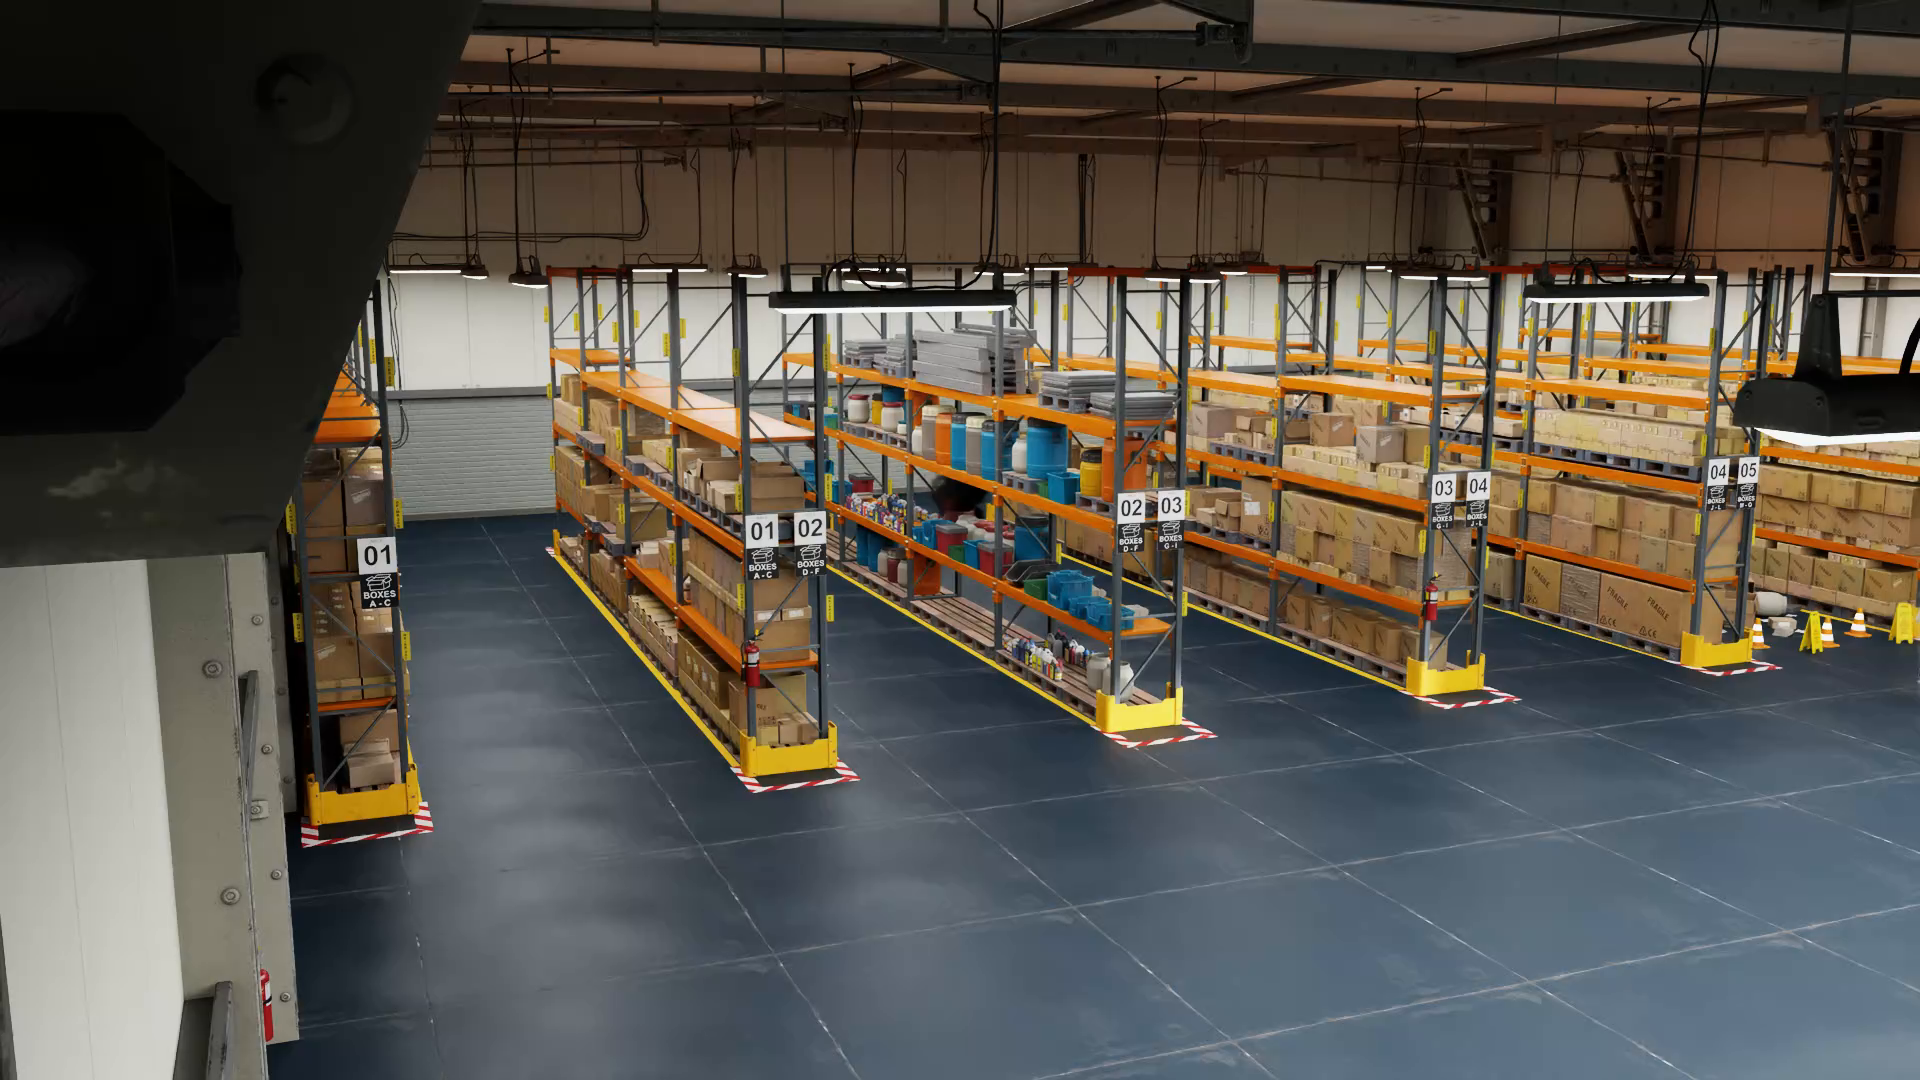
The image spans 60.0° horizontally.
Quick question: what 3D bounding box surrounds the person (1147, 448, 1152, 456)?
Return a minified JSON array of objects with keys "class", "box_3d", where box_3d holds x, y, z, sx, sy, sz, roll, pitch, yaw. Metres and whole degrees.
[{"class":"person","box_3d":[4.362,-1.346,39.418,0.682,1.734,0.554,-2,10,-11]}]
